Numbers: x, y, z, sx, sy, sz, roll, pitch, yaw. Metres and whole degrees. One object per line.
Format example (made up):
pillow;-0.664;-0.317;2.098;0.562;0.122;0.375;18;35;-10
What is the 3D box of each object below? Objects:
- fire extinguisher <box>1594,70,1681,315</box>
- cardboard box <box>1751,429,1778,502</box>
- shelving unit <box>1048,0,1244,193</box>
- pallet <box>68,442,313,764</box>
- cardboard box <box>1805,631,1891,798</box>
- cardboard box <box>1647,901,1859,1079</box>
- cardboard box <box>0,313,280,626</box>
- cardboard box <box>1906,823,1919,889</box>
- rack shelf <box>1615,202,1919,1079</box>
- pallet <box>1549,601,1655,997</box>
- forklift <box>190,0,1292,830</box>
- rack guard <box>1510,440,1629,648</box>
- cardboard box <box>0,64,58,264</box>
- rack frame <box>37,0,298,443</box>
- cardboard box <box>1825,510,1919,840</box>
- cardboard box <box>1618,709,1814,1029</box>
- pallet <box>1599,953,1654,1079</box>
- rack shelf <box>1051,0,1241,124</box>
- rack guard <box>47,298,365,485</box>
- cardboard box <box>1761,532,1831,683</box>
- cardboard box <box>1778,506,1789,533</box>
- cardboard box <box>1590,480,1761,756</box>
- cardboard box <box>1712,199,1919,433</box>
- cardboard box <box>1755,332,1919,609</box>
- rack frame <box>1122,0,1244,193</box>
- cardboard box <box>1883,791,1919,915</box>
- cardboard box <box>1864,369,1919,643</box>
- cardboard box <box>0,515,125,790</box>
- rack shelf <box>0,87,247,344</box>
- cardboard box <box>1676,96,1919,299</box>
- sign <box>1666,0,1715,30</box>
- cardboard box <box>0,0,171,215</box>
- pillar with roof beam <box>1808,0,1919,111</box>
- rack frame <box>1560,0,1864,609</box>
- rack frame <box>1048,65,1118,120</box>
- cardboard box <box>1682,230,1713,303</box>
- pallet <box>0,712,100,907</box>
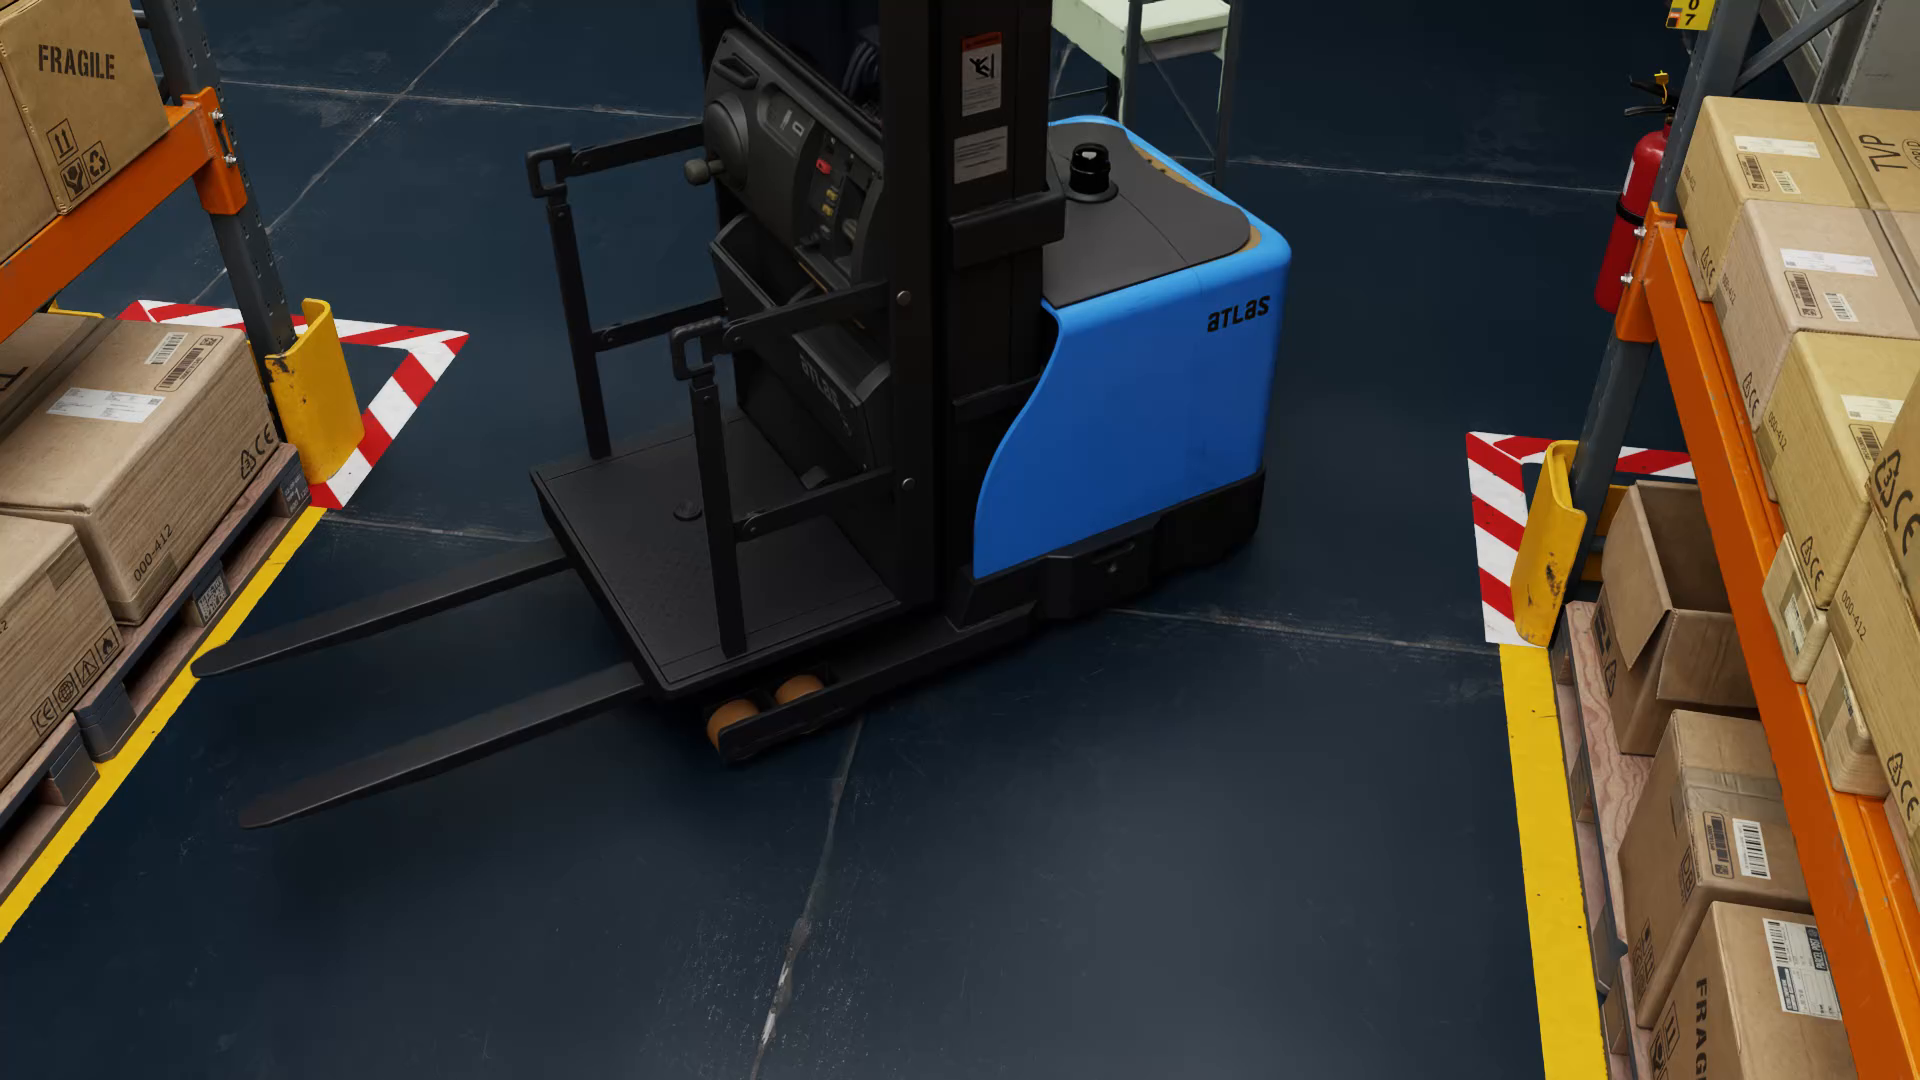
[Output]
fire extinguisher;1.827;-0.912;4.352;0.296;0.674;0.183;6;40;8
cardboard box;1.815;-0.184;3.315;0.380;0.149;0.250;8;40;9
shelving unit;0.542;-1.385;5.748;0.431;1.500;0.755;-17;42;-19
pallet;-2.694;0.098;4.966;1.003;0.211;1.213;6;40;8
cardboard box;1.632;0.301;2.729;0.380;0.149;0.250;7;40;9
cardboard box;1.681;1.086;3.215;0.500;0.500;0.500;7;40;8
cardboard box;-2.649;-0.236;4.863;0.875;0.438;0.875;5;40;6
cardboard box;1.583;0.537;2.130;0.500;0.250;0.500;6;40;7
rack shelf;1.910;0.590;2.746;1.077;0.370;4.000;6;40;8
pallet;2.106;0.681;4.261;1.003;0.211;1.213;6;40;8
forklift;-0.603;-0.918;4.060;3.031;2.935;1.130;-20;44;-23
rack guard;2.243;0.069;4.774;1.175;0.500;0.348;6;40;8
cardboard box;-2.558;-0.880;3.882;0.500;0.500;0.500;6;40;7
rack frame;-2.633;-1.487;4.694;1.000;3.000;0.127;6;40;8
cardboard box;1.673;0.214;2.521;0.500;0.250;0.500;5;40;7
cardboard box;1.871;0.765;3.603;0.700;0.500;0.500;8;40;9
pallet;1.893;1.444;3.338;1.003;0.211;1.213;6;40;8
rack shelf;0.542;-1.685;5.499;0.431;0.370;0.720;-17;42;-19
rack guard;-2.629;-0.539;5.509;1.175;0.500;0.348;6;40;8
cardboard box;1.657;0.134;2.931;0.380;0.149;0.250;5;40;6
cardboard box;1.775;-0.016;3.113;0.380;0.149;0.250;7;40;8
cardboard box;2.057;0.232;4.245;0.797;0.503;0.637;5;40;6
cardboard box;1.825;-0.427;3.297;0.500;0.250;0.500;7;40;8
cardboard box;1.741;-0.109;2.912;0.500;0.250;0.500;6;40;7
rack frame;0.697;-1.173;5.492;0.400;1.500;0.023;-17;42;-19
cardboard box;1.655;0.471;2.524;0.380;0.149;0.250;6;40;8
cardboard box;1.653;-0.091;2.302;0.500;0.500;0.500;7;40;9
cardboard box;-2.799;0.339;4.167;0.875;0.438;0.875;7;40;9
rack shelf;-2.979;0.045;3.406;1.077;0.370;4.000;6;40;8
cardboard box;1.912;-0.744;3.680;0.500;0.250;0.500;7;40;8
sign;1.722;-1.335;3.832;0.100;0.325;0.005;6;40;8
cardboard box;-2.456;-1.194;4.261;0.500;0.500;0.500;7;40;8
pillar with roof beam;-0.629;-5.322;4.624;9.100;9.000;0.400;6;40;8
rack frame;2.256;-0.942;4.035;1.000;3.000;0.127;6;40;8
rack frame;0.387;-1.596;6.003;0.400;1.500;0.023;-17;42;-19
cardboard box;1.929;-0.669;3.902;0.380;0.149;0.250;6;40;7
pallet;-2.908;0.862;4.042;1.003;0.211;1.213;6;40;8
